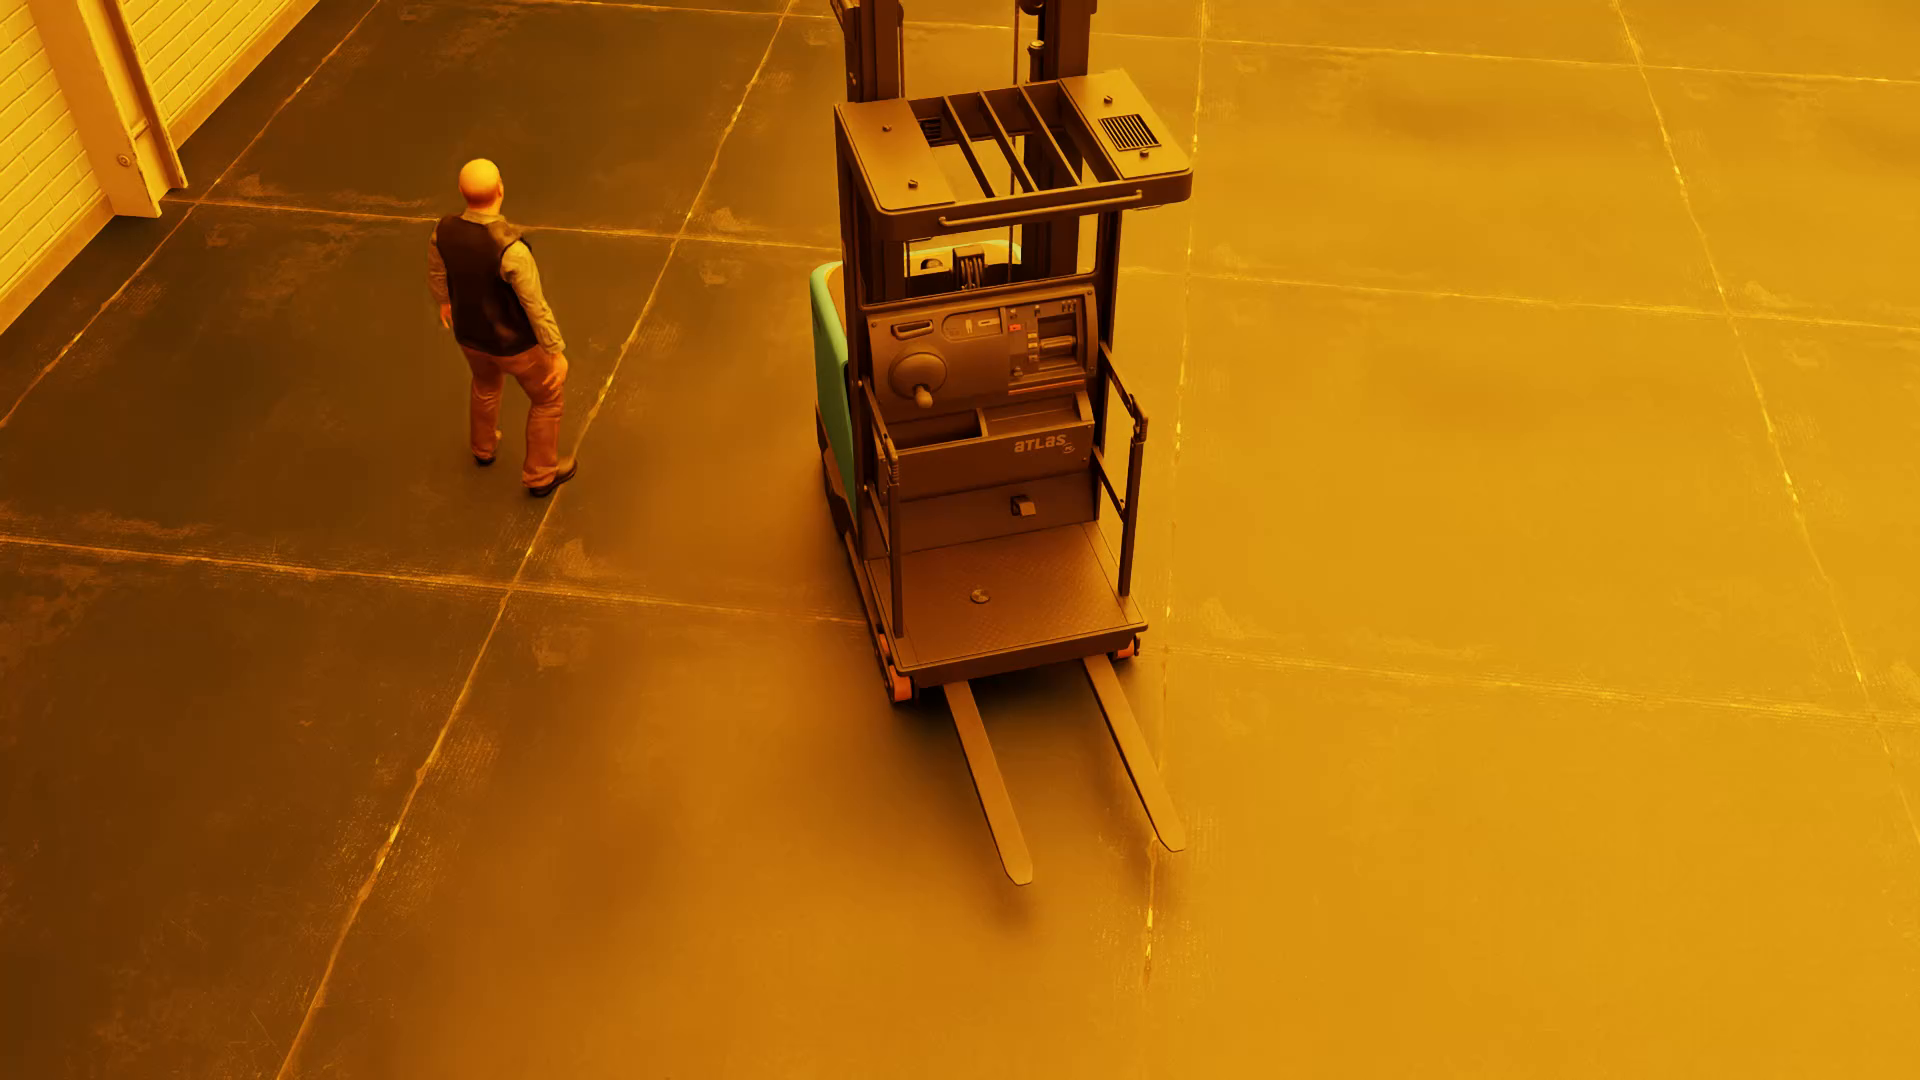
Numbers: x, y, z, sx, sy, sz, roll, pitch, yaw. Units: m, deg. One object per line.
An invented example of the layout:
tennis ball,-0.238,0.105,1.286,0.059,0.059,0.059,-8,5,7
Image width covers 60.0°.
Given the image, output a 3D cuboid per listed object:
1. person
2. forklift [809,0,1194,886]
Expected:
person,-2.126,-0.967,7.692,0.813,1.695,0.387,18,46,19
forklift,0.153,-0.681,6.465,1.130,2.935,3.031,-10,44,-11
